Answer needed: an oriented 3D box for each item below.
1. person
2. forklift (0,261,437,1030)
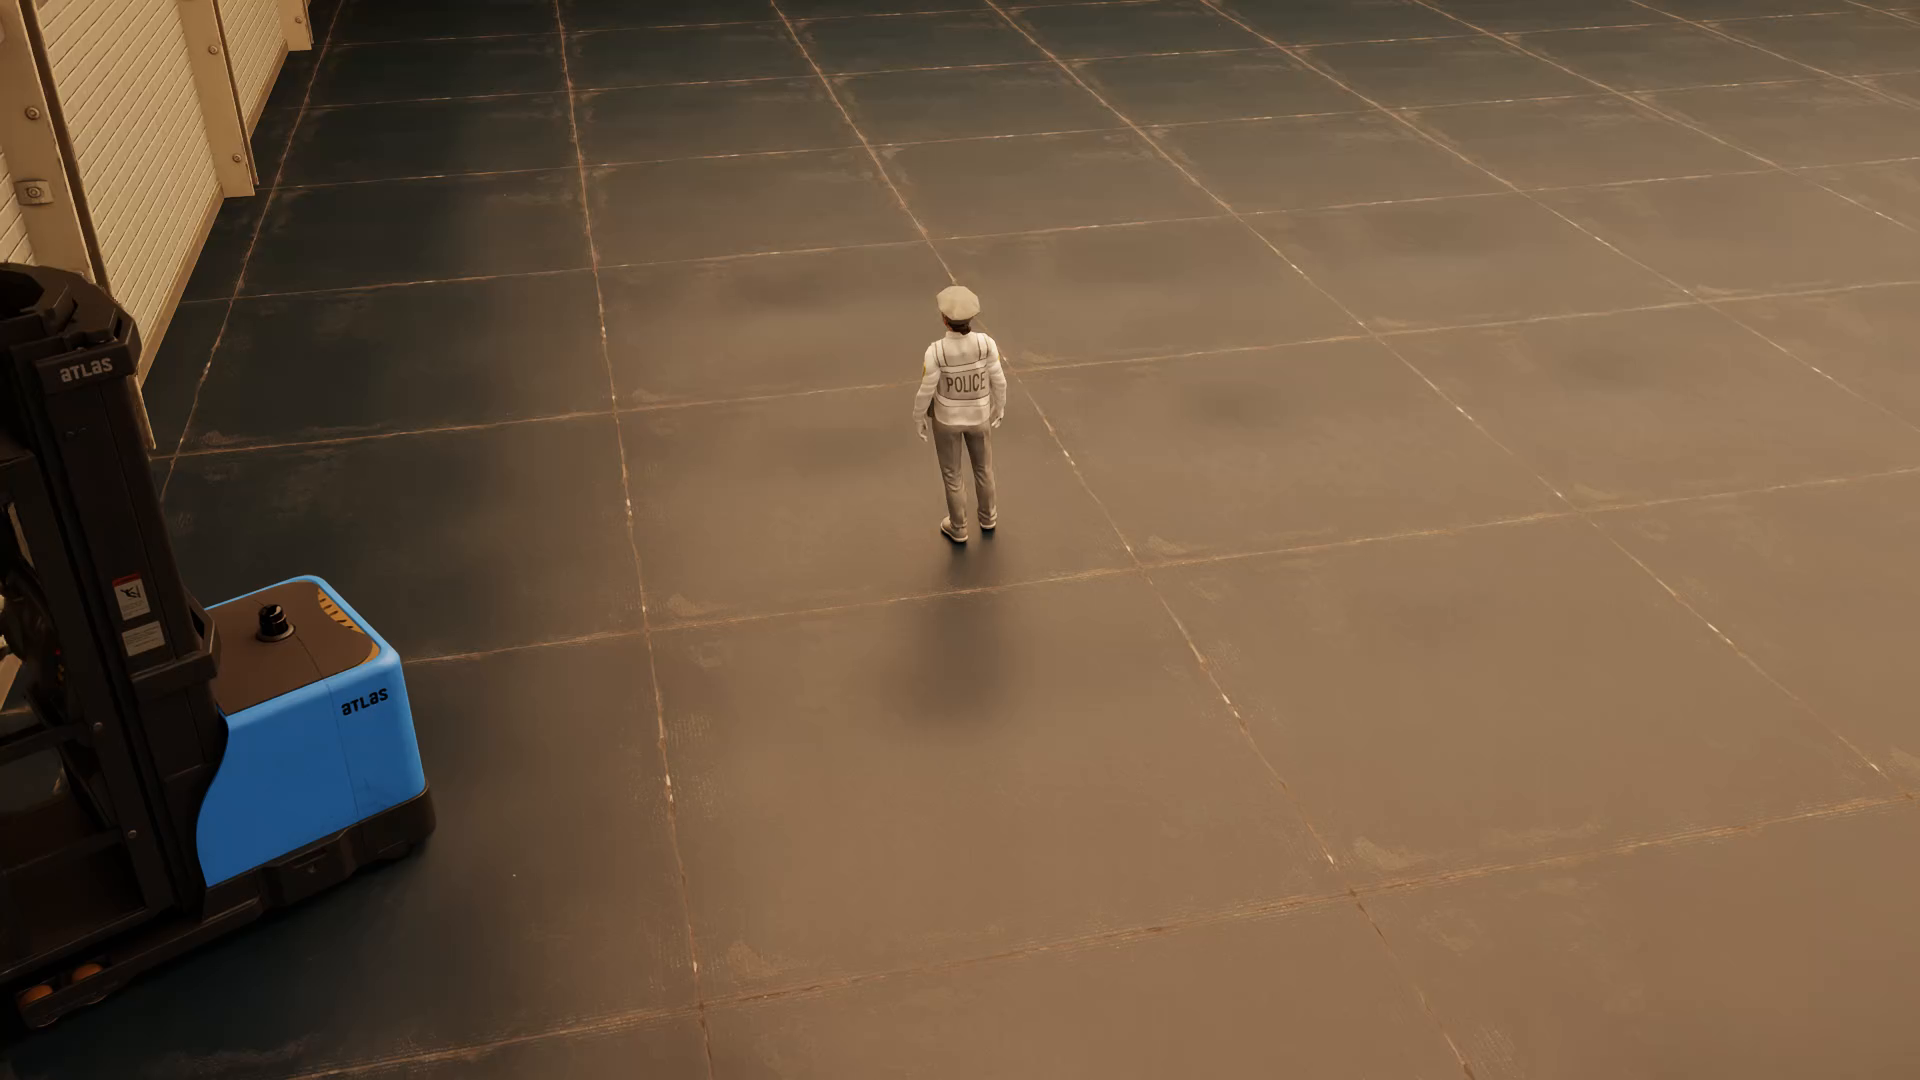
[{"bbox_3d":[-0.010,-0.774,10.131,0.587,1.695,0.531,-7,31,-12],"label":"person"},{"bbox_3d":[-3.961,0.473,6.757,3.031,2.935,1.130,-23,37,-34],"label":"forklift"}]
